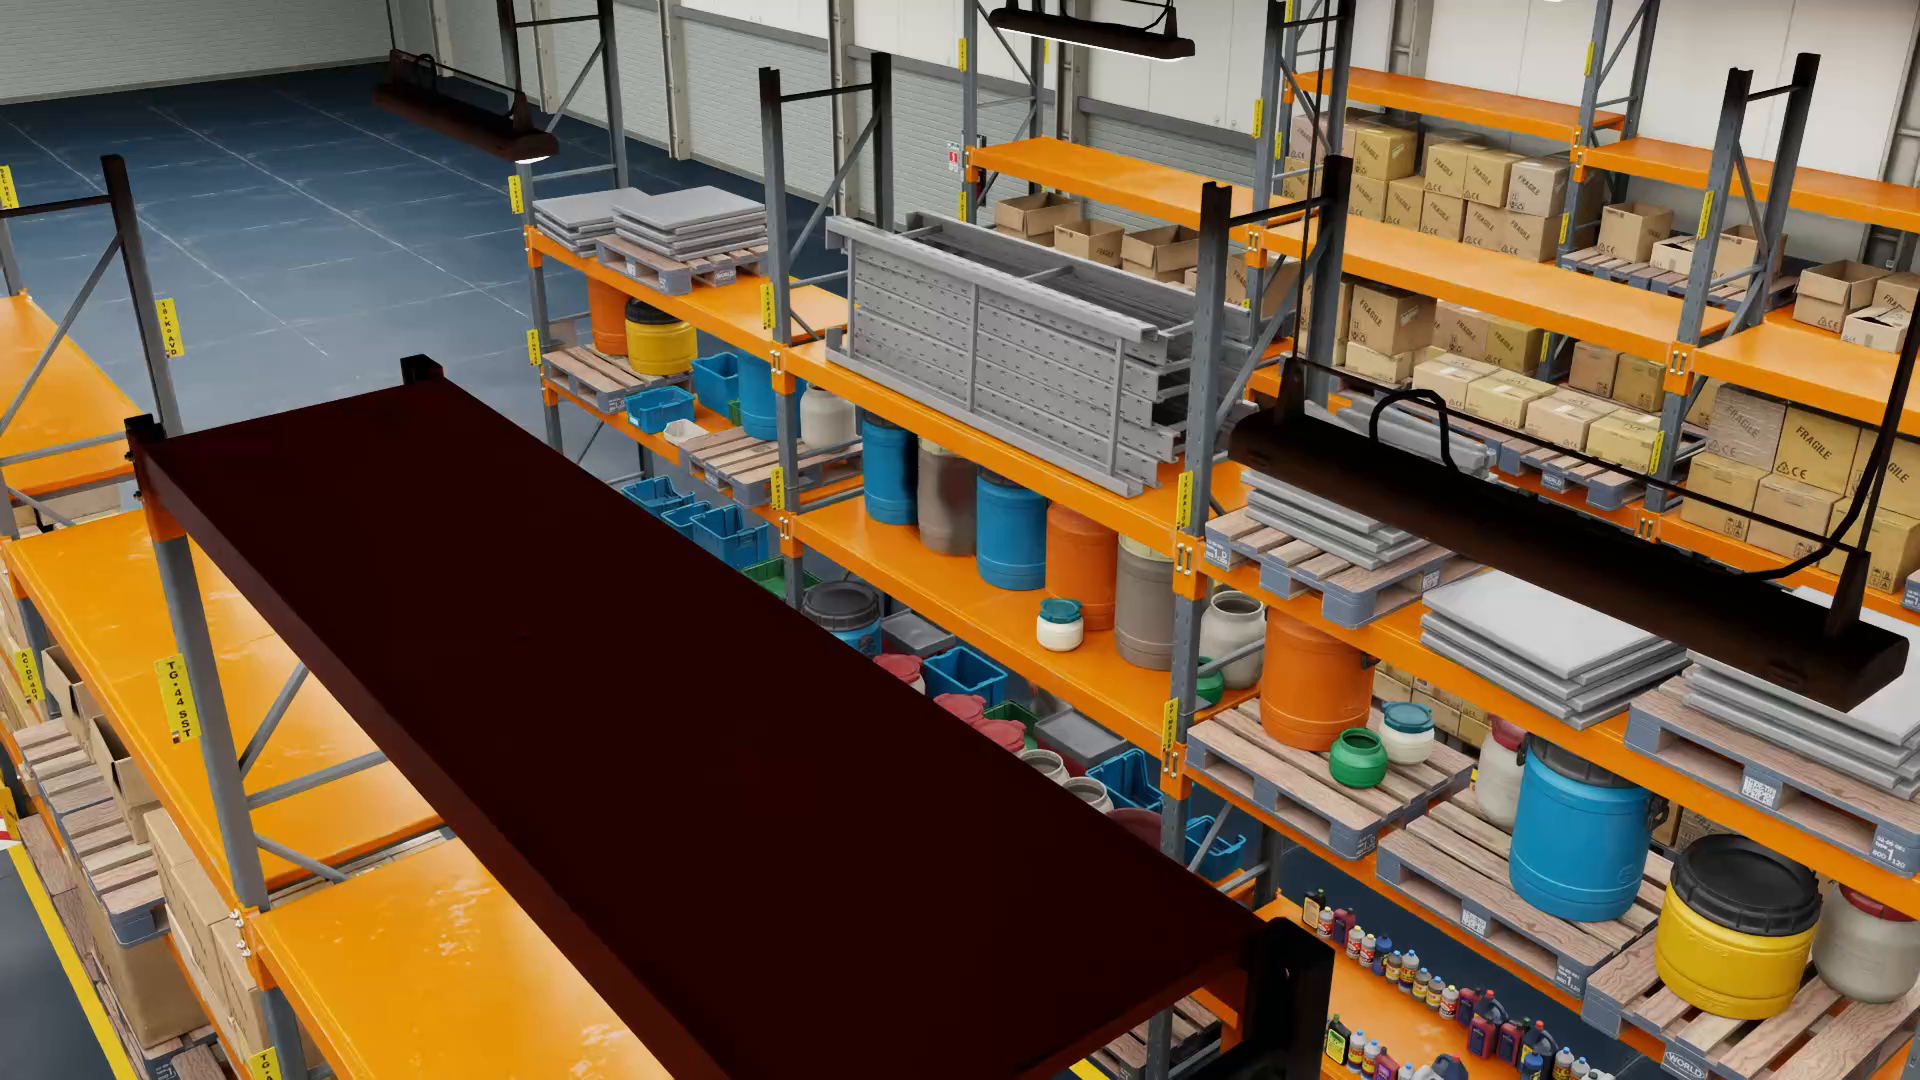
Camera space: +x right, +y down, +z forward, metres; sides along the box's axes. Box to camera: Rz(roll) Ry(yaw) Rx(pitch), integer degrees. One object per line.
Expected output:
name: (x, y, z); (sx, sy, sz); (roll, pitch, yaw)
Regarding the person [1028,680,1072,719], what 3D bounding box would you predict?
person: (0.806, 1.123, 13.963); (0.589, 1.850, 0.575); (5, 26, 9)
